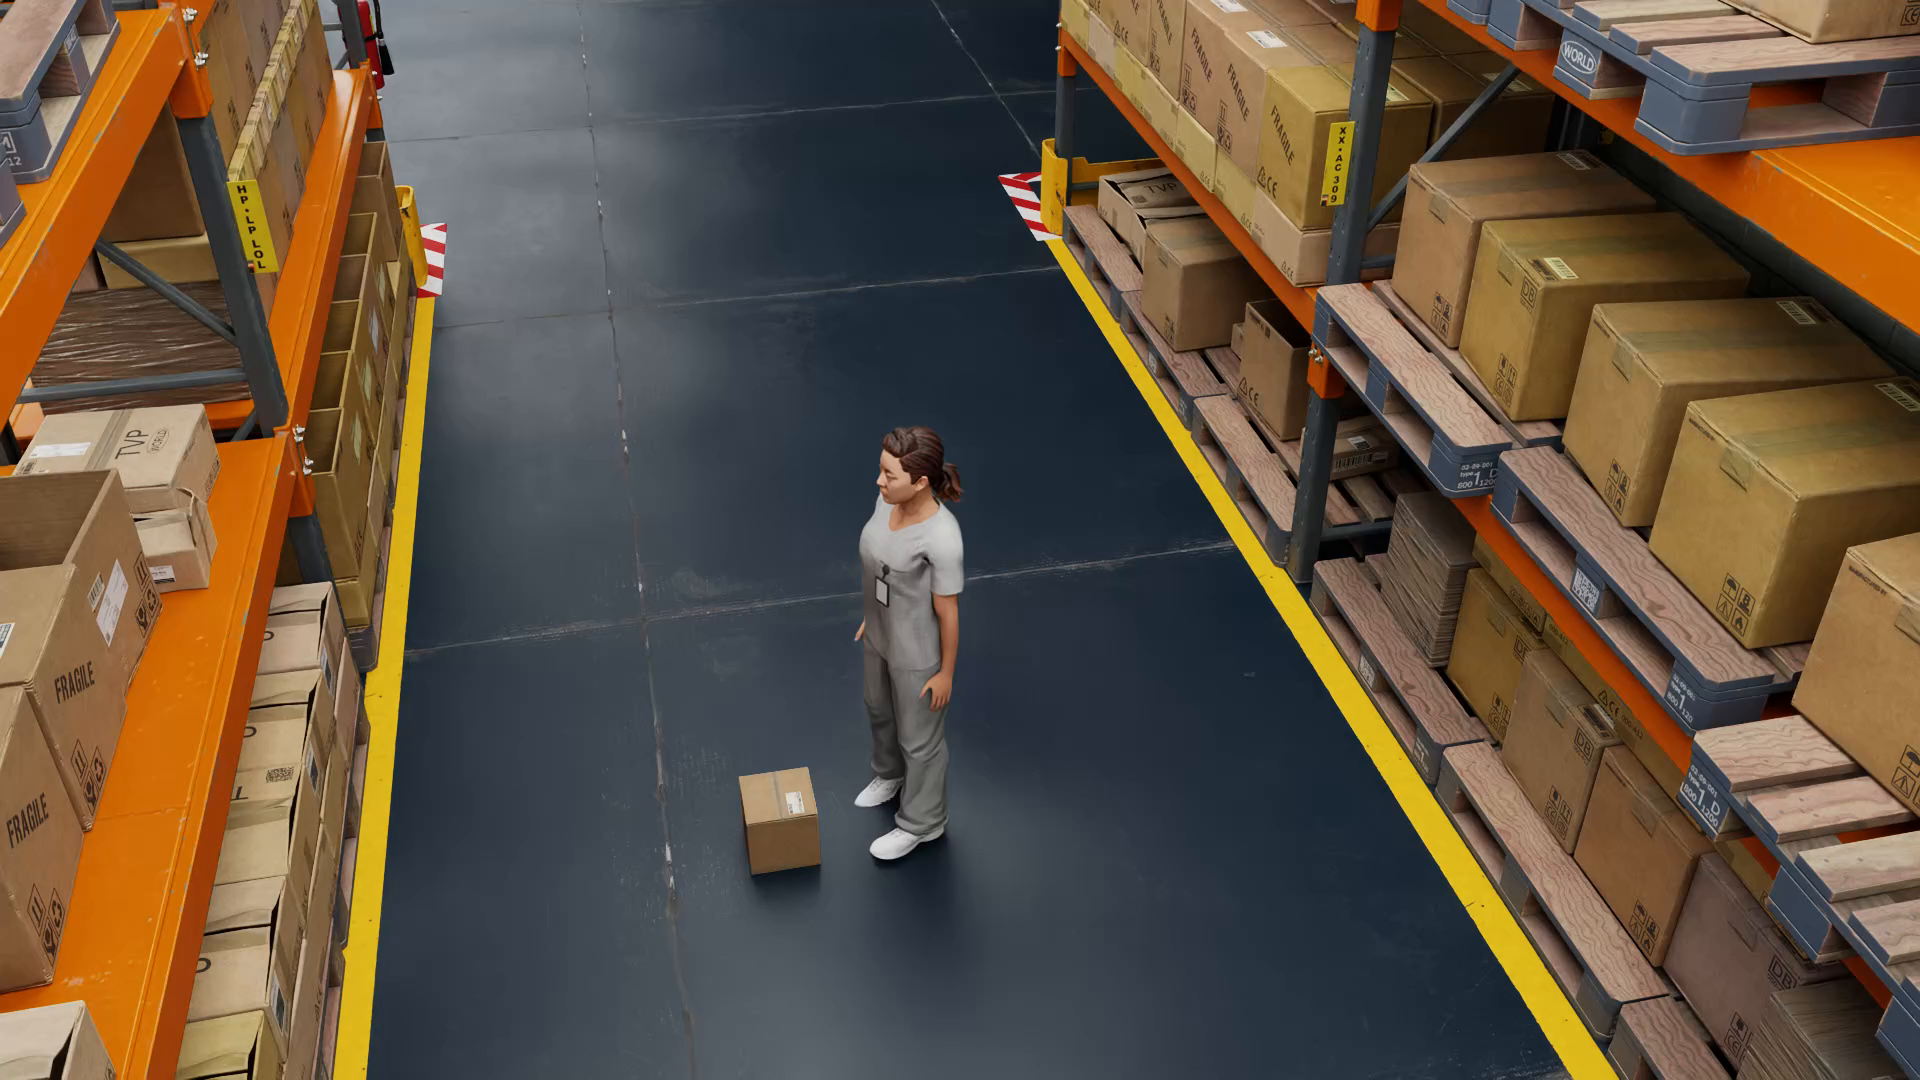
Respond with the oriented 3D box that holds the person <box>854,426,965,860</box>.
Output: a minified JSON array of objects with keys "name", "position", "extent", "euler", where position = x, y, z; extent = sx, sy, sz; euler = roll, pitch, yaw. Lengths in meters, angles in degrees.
[{"name":"person","position":[-0.191,0.360,5.634],"extent":[0.407,1.712,0.522],"euler":[-18,38,-24]}]
